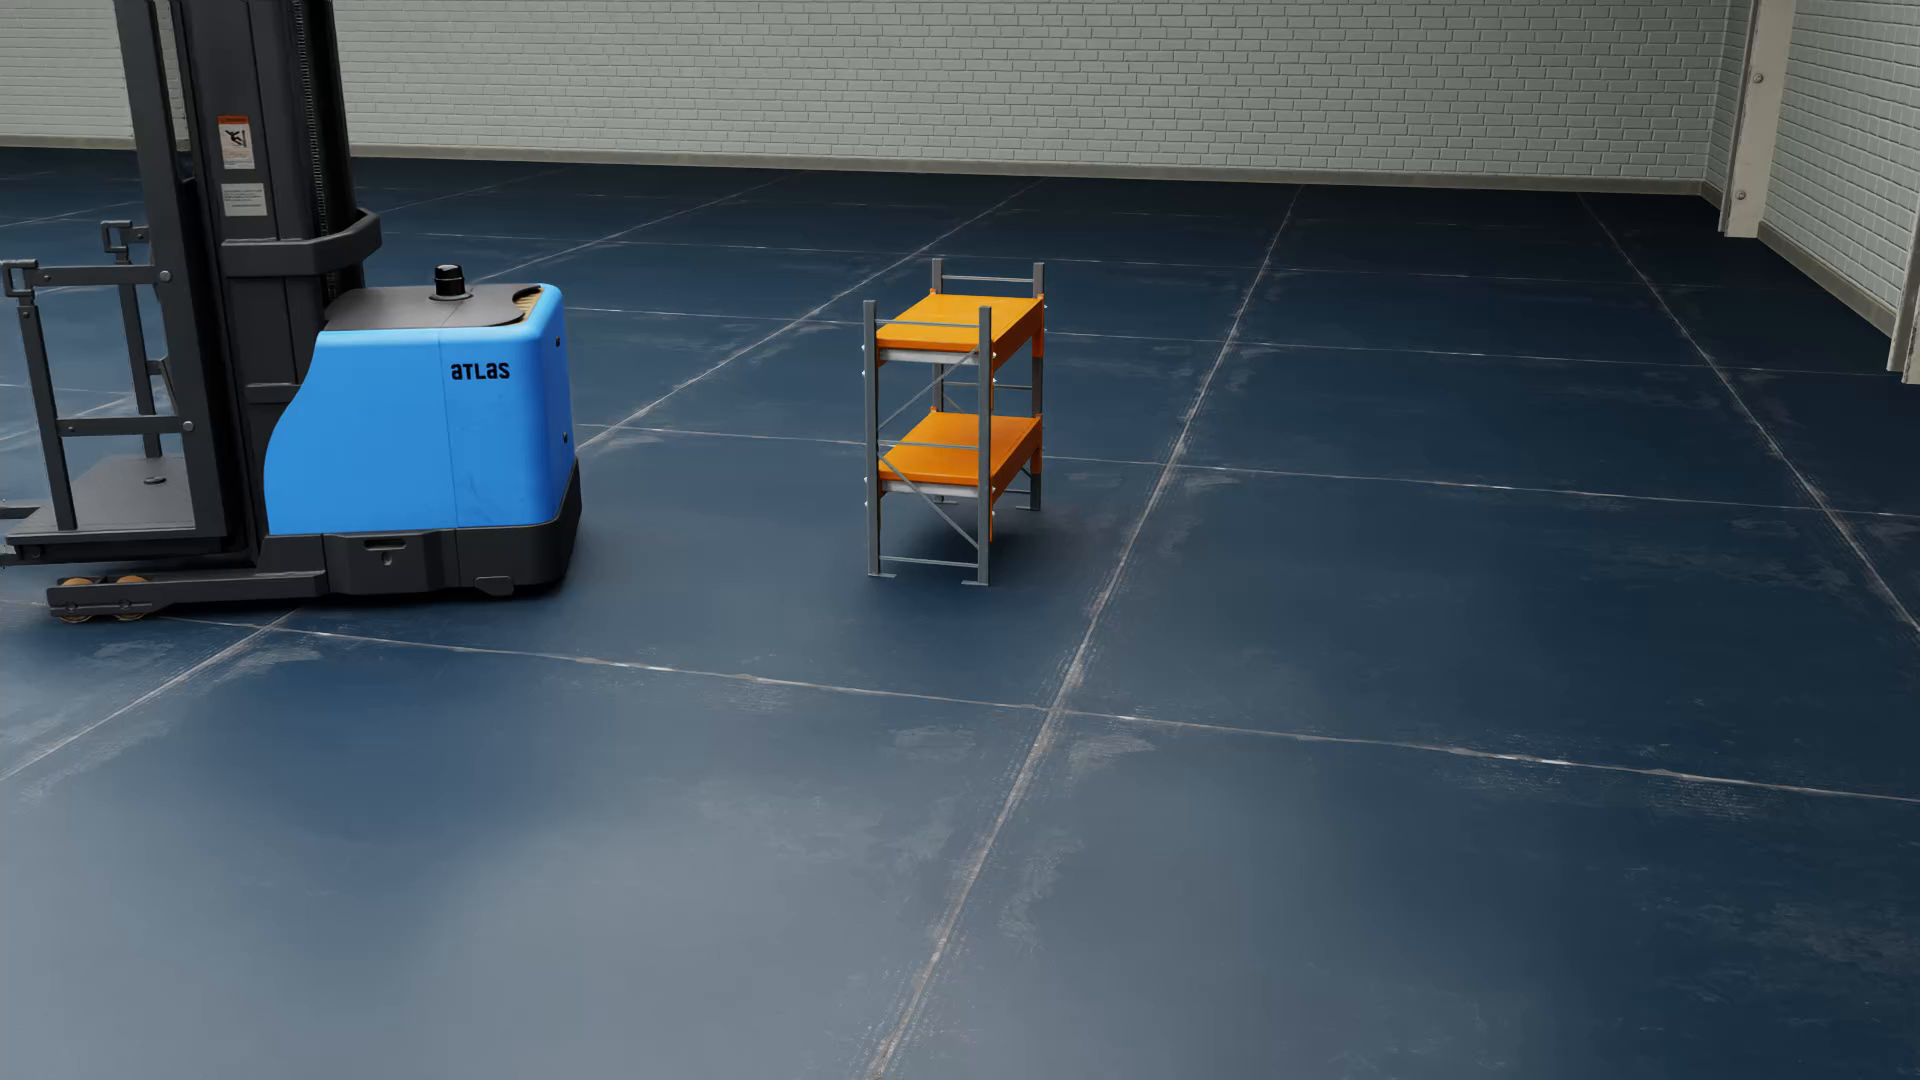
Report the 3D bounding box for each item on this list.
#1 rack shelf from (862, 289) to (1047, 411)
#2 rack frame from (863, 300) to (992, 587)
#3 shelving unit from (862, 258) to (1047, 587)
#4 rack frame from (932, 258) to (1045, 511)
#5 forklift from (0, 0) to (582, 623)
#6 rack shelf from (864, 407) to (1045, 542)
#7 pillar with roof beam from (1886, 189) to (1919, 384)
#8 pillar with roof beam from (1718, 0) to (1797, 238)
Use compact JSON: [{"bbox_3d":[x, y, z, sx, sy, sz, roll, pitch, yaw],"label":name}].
[{"bbox_3d":[-0.002,-0.807,6.905,0.538,0.278,1.000,5,19,13],"label":"rack shelf"},{"bbox_3d":[-0.126,-0.371,6.533,0.500,1.125,0.032,5,19,13],"label":"rack frame"},{"bbox_3d":[-0.002,-0.530,7.000,0.538,1.125,1.048,5,19,13],"label":"shelving unit"},{"bbox_3d":[0.123,-0.690,7.466,0.500,1.125,0.032,5,19,13],"label":"rack frame"},{"bbox_3d":[-3.121,-1.255,6.328,3.031,2.935,1.130,-2,19,-7],"label":"forklift"},{"bbox_3d":[-0.002,-0.299,7.079,0.538,0.278,1.000,5,19,13],"label":"rack shelf"},{"bbox_3d":[1.657,-5.583,9.611,9.100,9.000,0.400,5,19,13],"label":"pillar with roof beam"},{"bbox_3d":[3.123,-7.464,15.117,9.100,9.000,0.400,5,19,13],"label":"pillar with roof beam"}]
